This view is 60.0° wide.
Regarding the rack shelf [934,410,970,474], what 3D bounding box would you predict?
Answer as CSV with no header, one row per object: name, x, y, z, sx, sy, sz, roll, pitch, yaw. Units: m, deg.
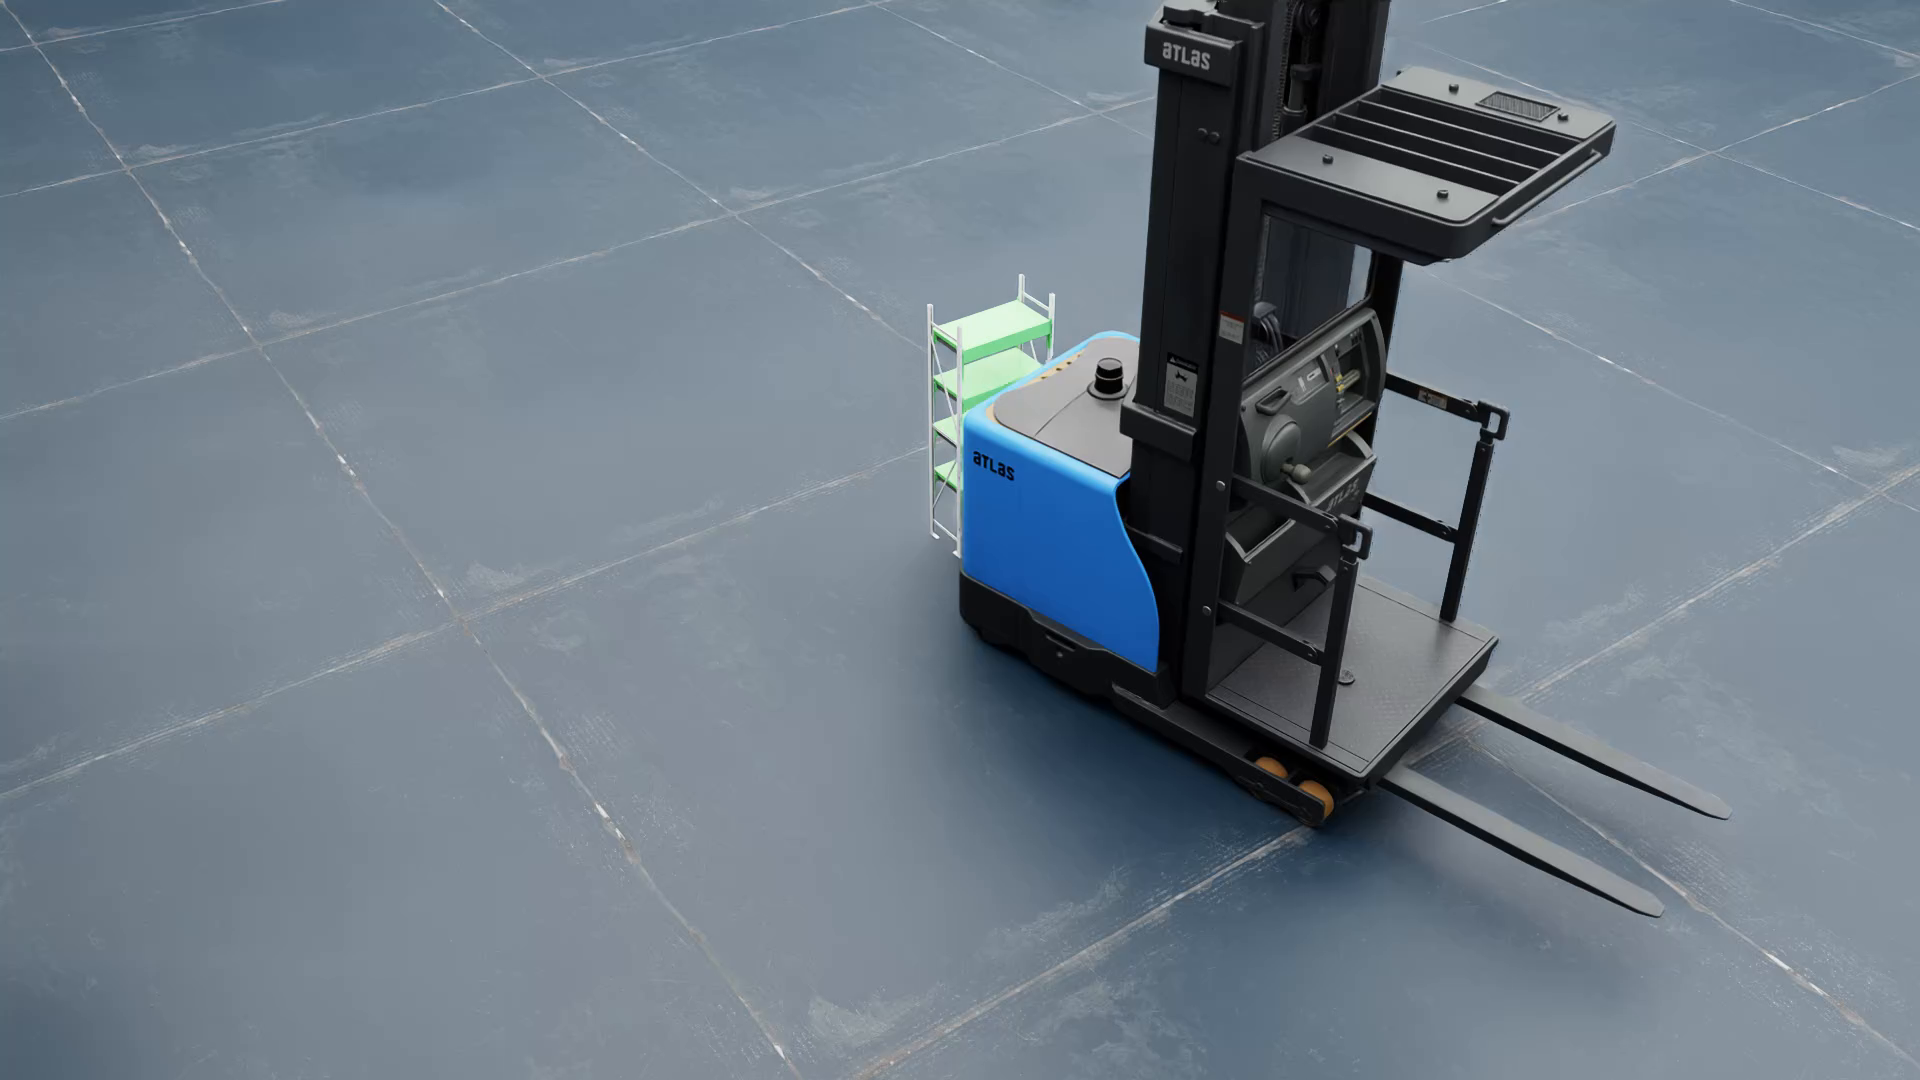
rack shelf,0.135,-0.491,7.514,0.480,0.148,0.258,-22,41,-28

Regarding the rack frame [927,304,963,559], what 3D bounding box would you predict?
rack frame,-0.064,-0.461,7.363,0.015,1.200,0.240,-22,41,-28

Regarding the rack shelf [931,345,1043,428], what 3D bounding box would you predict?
rack shelf,0.135,-0.686,7.374,0.480,0.148,0.258,-22,41,-28

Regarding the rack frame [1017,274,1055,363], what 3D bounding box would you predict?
rack frame,0.335,-0.625,7.591,0.015,1.200,0.240,-22,41,-28

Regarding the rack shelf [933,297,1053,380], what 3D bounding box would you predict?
rack shelf,0.135,-0.881,7.234,0.480,0.148,0.258,-22,41,-28

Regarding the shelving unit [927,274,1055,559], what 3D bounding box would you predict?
shelving unit,0.135,-0.543,7.477,0.503,1.200,0.258,-22,41,-28

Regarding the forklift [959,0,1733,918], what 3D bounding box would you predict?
forklift,1.437,-0.467,5.888,3.031,2.935,1.130,27,44,32

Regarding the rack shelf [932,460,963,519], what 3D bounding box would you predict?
rack shelf,0.135,-0.296,7.655,0.480,0.148,0.258,-22,41,-28
